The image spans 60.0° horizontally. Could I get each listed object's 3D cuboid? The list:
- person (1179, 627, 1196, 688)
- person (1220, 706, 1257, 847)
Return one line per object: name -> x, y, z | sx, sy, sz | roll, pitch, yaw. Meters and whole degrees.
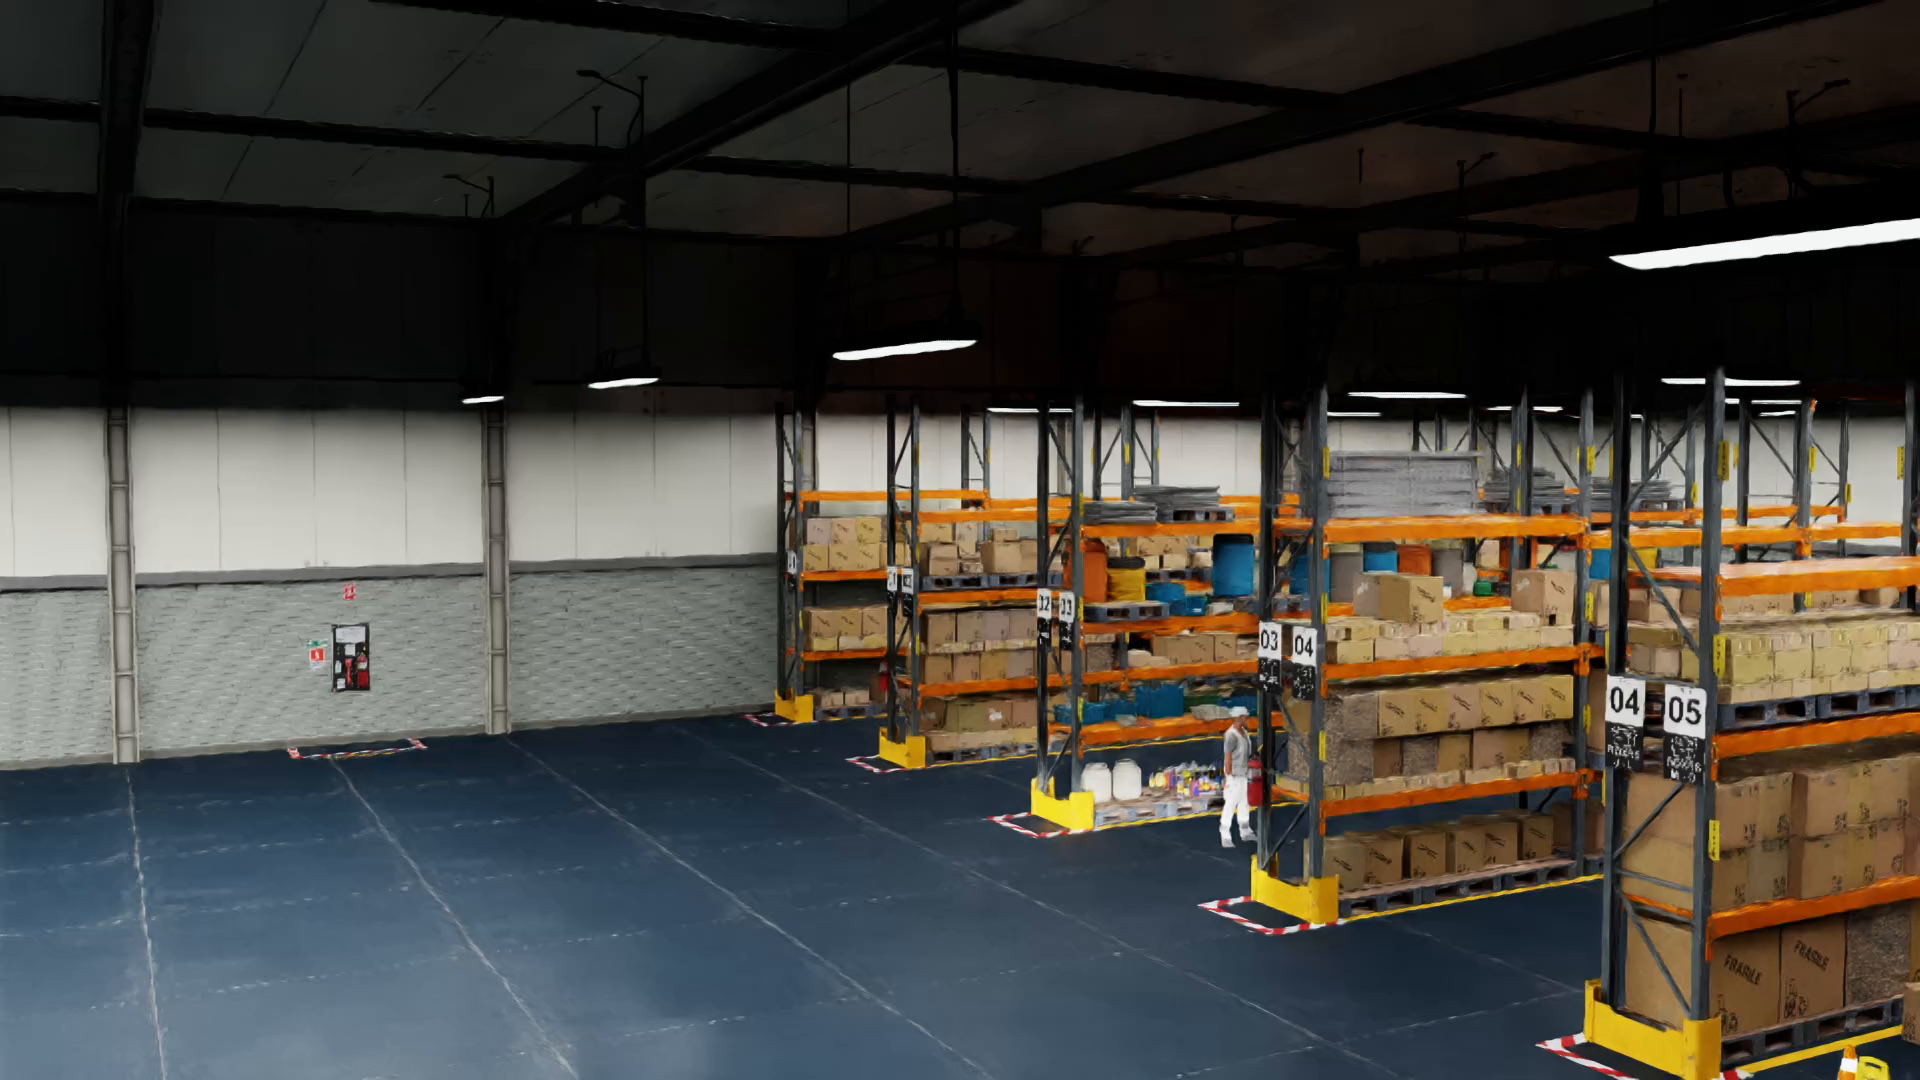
person -> 4.574, 2.395, 33.190 | 0.415, 1.780, 0.600 | 2, 4, 36
person -> 3.639, 3.037, 21.477 | 0.461, 1.787, 0.629 | 2, 4, 35
